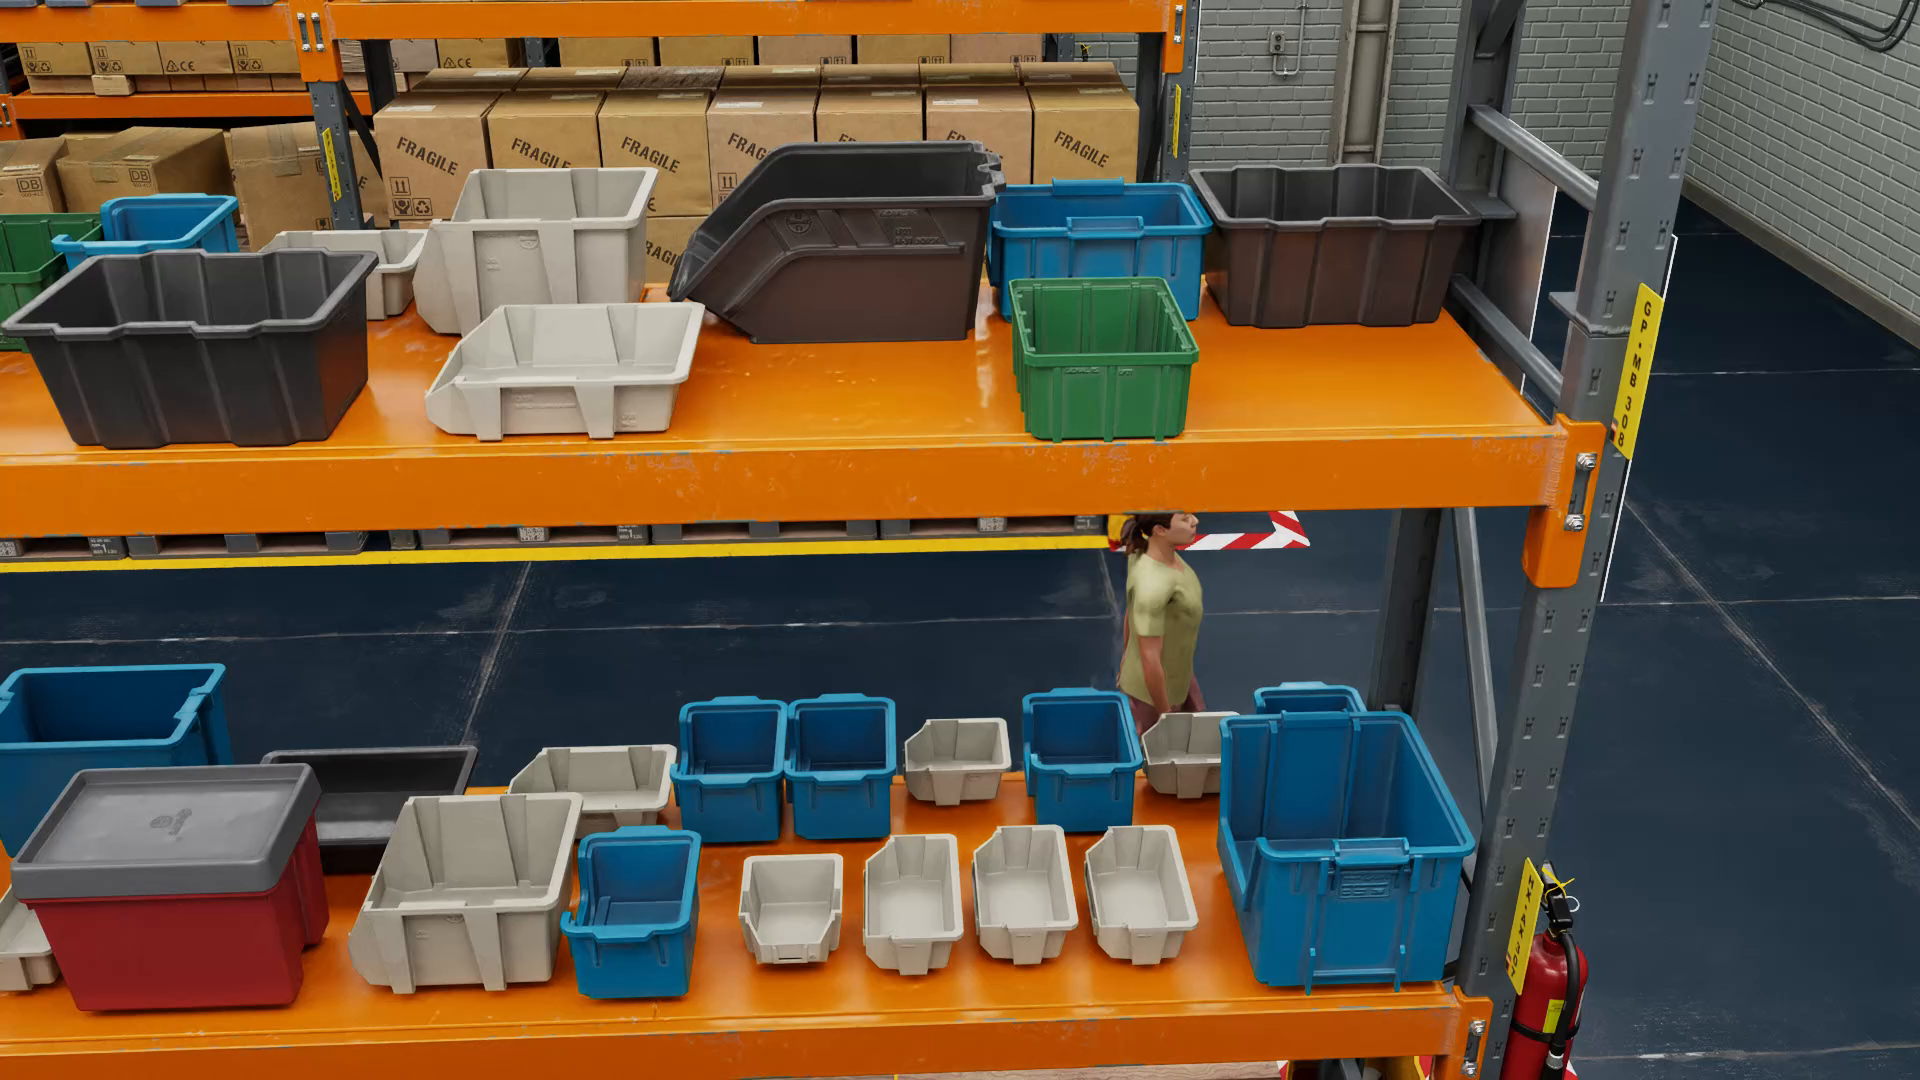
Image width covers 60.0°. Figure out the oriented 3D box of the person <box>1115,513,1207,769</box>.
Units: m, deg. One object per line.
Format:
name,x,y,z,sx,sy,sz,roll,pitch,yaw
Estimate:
person,0.663,0.532,6.101,0.829,1.633,0.464,5,28,10
